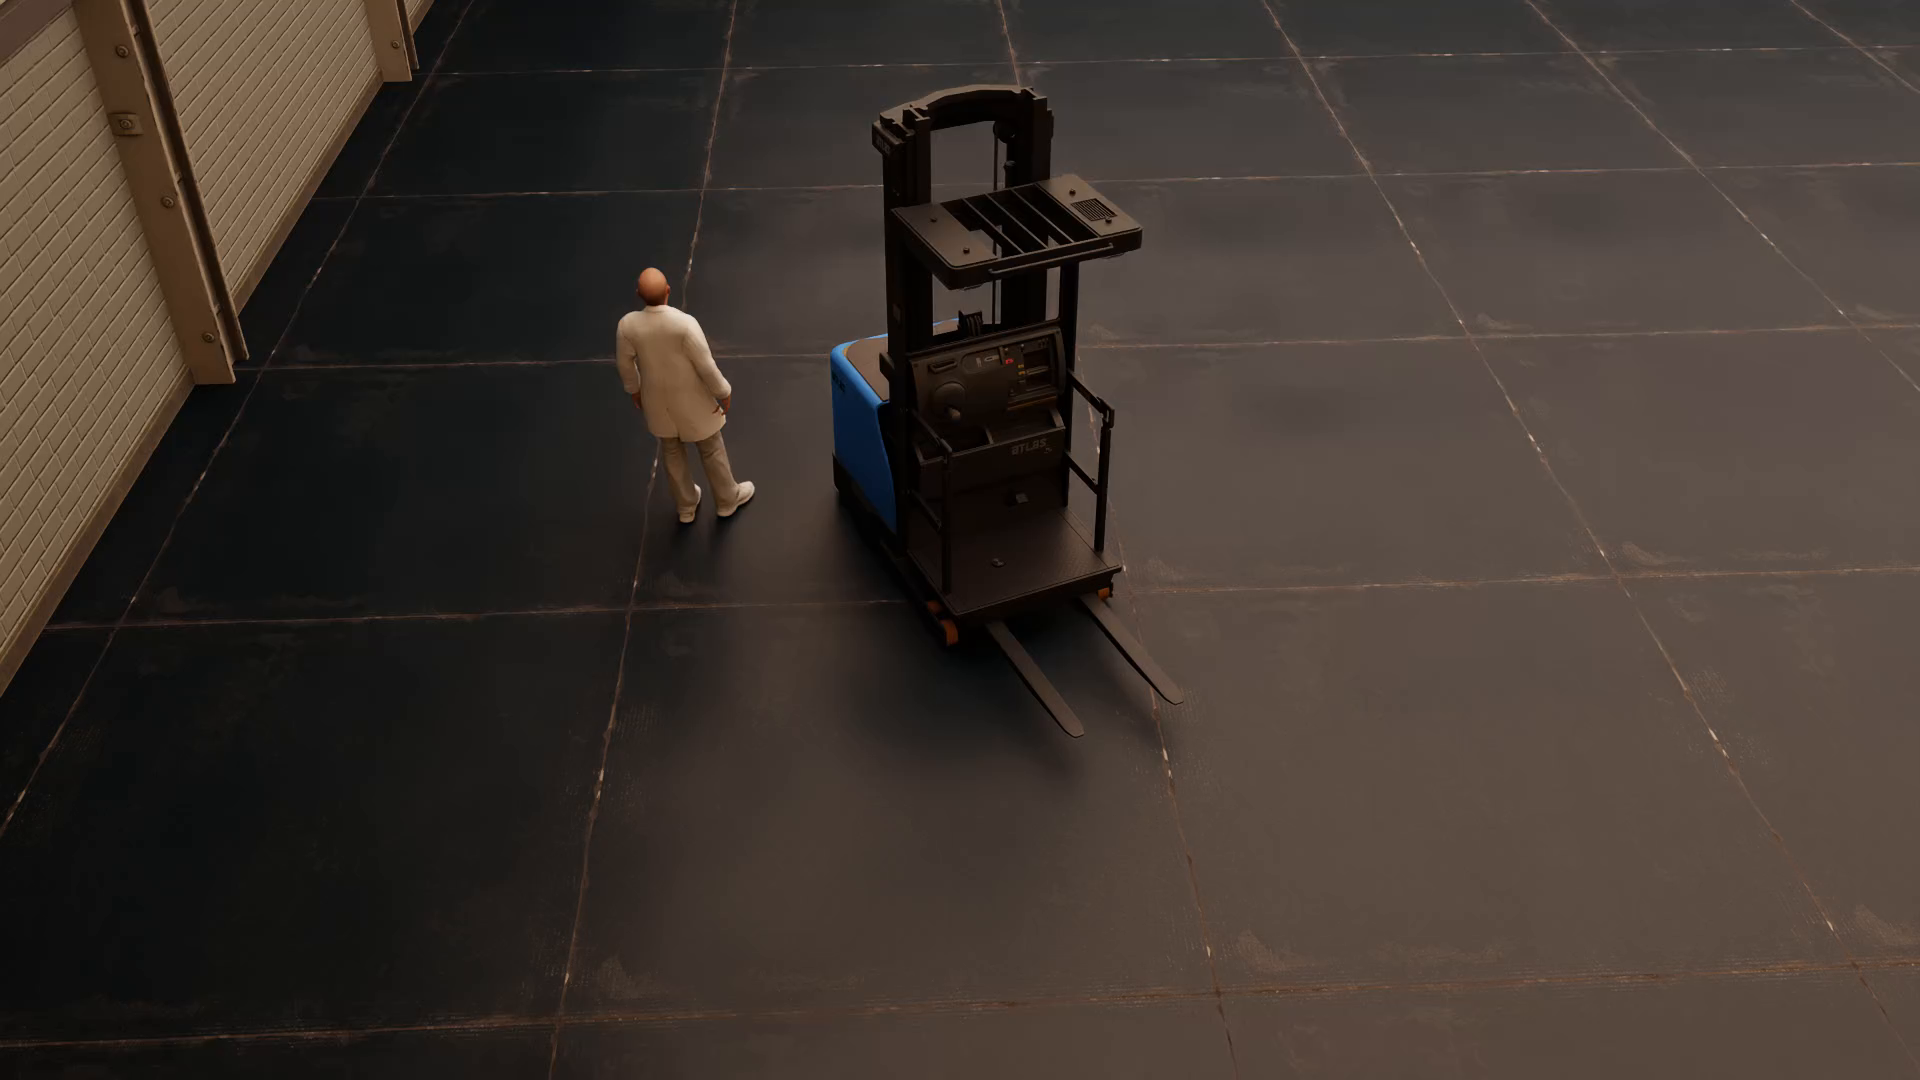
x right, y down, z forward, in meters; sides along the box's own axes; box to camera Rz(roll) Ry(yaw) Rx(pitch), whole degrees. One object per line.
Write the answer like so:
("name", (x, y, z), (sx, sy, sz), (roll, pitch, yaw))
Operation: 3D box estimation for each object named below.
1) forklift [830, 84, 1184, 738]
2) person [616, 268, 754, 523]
("forklift", (0.258, -0.860, 9.192), (1.130, 2.935, 3.031), (-15, 39, -20))
("person", (-1.713, -0.928, 10.251), (0.694, 1.776, 0.581), (7, 37, 10))
